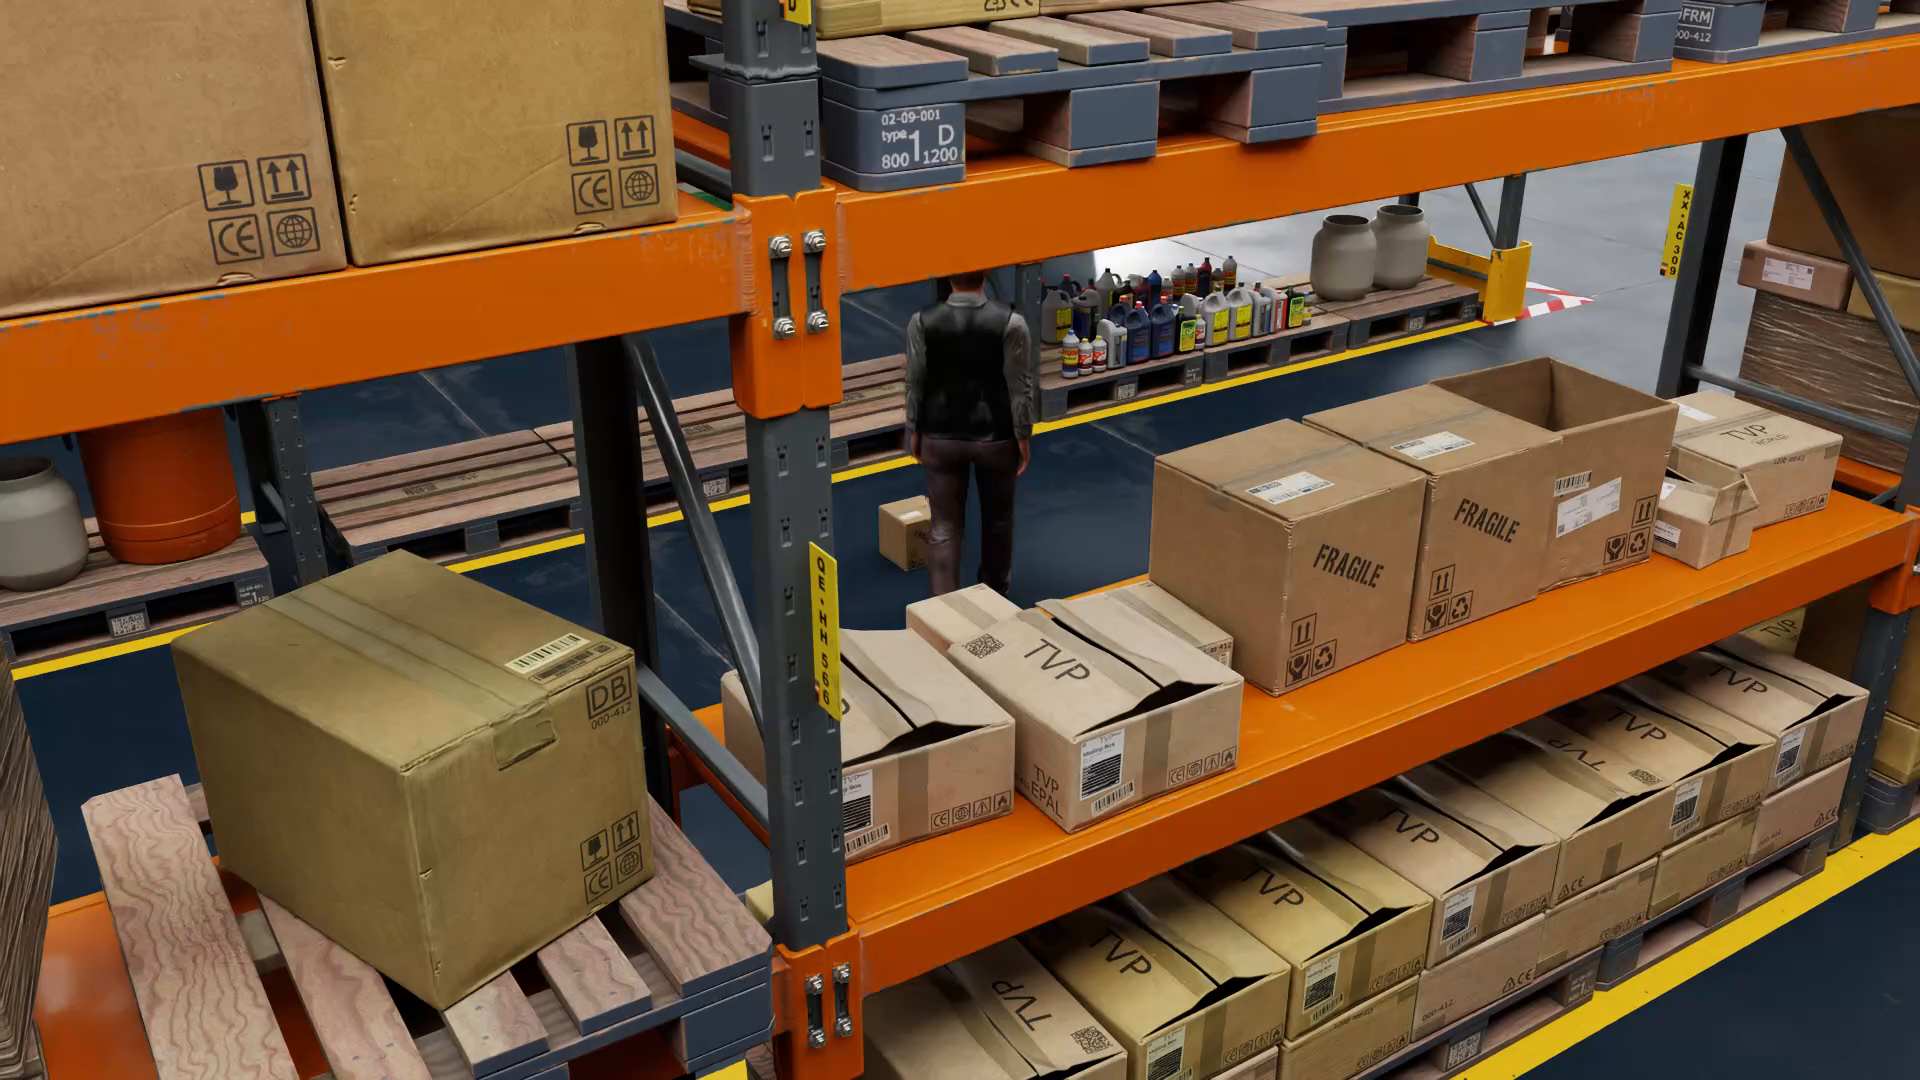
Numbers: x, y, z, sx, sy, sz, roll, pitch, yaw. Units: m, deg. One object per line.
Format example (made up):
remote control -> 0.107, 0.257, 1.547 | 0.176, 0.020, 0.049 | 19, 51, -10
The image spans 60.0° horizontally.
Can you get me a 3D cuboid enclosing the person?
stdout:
person -> 0.045, -0.449, 7.105 | 0.546, 1.726, 0.672 | 2, 25, 5
